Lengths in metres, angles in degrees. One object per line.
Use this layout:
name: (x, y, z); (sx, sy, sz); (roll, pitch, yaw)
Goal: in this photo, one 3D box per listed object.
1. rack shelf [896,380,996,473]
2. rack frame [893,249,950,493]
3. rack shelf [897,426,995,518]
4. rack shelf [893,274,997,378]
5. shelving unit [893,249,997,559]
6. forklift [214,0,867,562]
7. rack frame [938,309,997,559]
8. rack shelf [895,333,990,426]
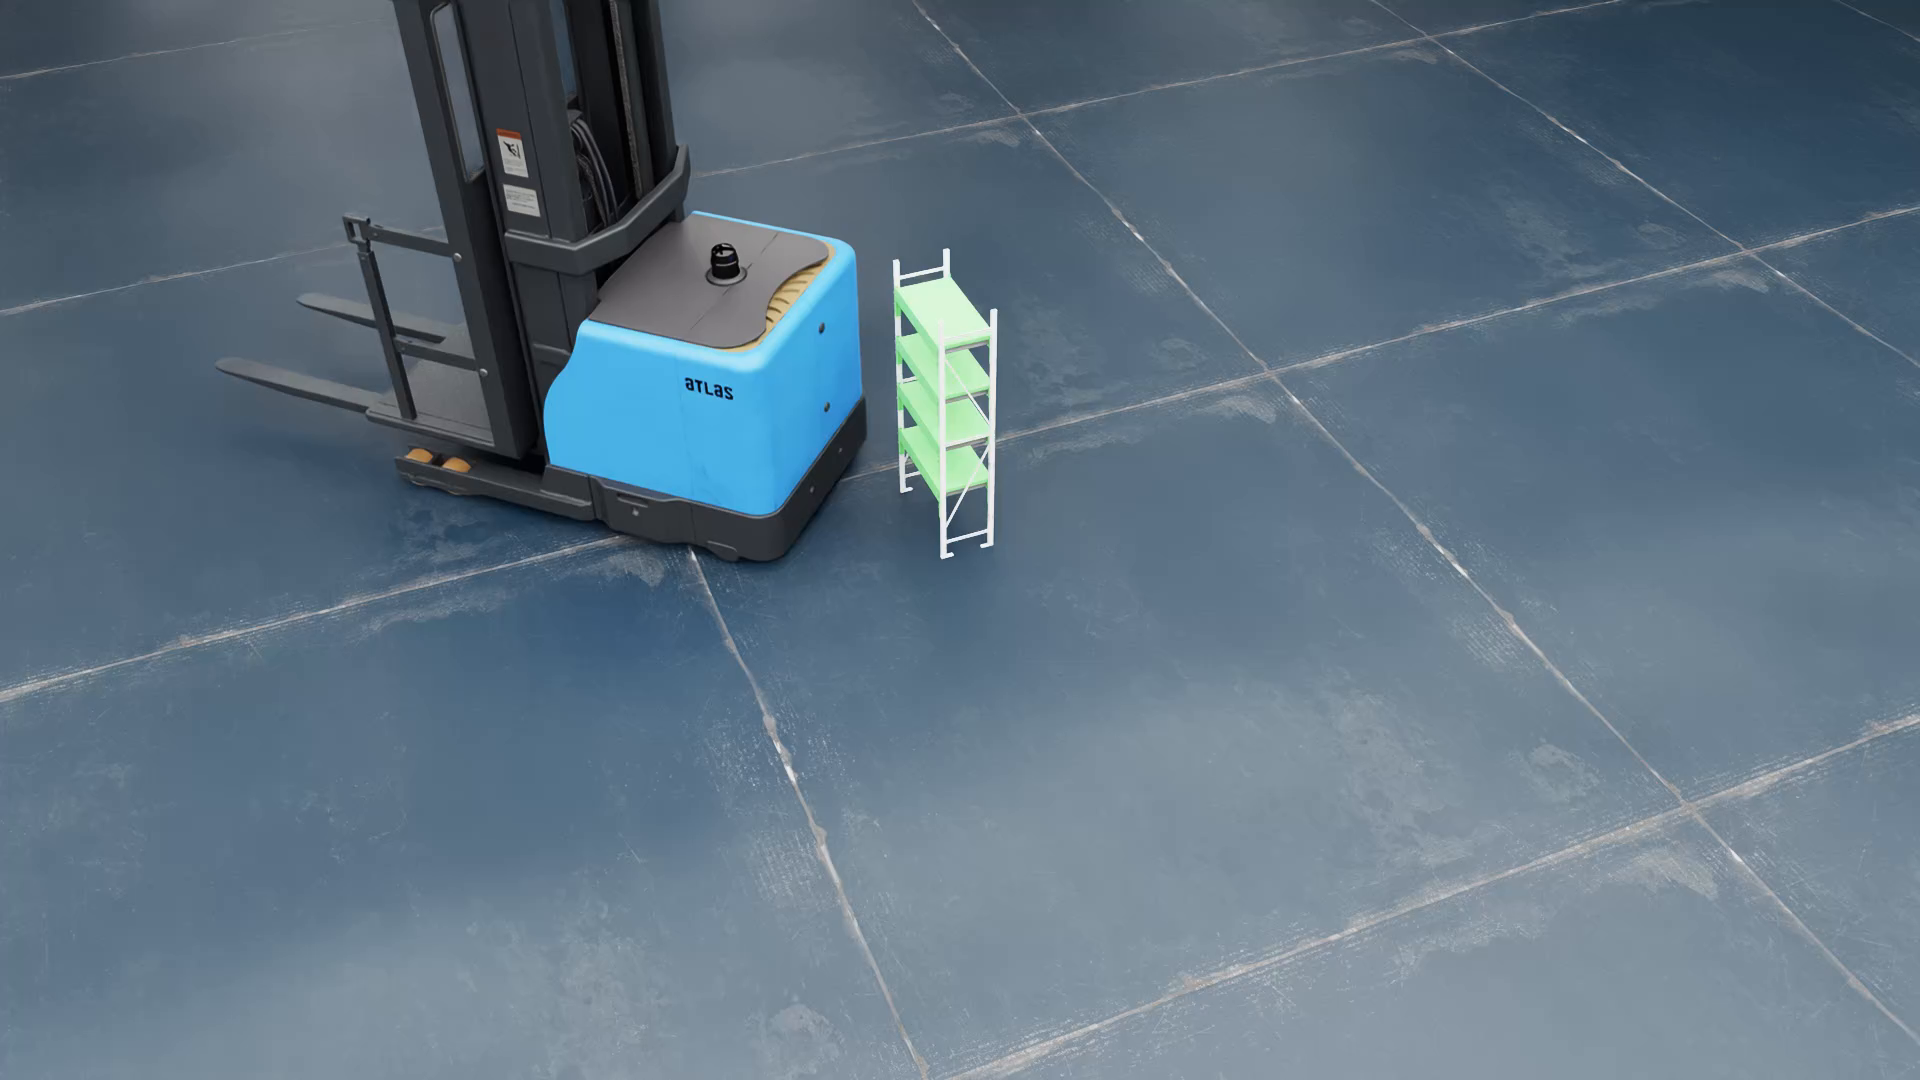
rack shelf: (-0.063, -0.506, 7.016); (0.258, 0.148, 0.480); (-15, 43, -17)
rack frame: (-0.157, -0.702, 7.146); (0.240, 1.200, 0.015); (-15, 43, -17)
rack shelf: (-0.063, -0.324, 7.173); (0.258, 0.148, 0.480); (-15, 43, -17)
rack shelf: (-0.063, -0.870, 6.703); (0.258, 0.148, 0.480); (-15, 43, -17)
shelving unit: (-0.063, -0.555, 6.975); (0.258, 1.200, 0.503); (-15, 43, -17)
forklift: (-2.001, -1.619, 6.885); (3.031, 2.935, 1.130); (14, 43, 16)
rack frame: (0.030, -0.408, 6.804); (0.240, 1.200, 0.015); (-15, 43, -17)
rack shelf: (-0.063, -0.688, 6.860); (0.258, 0.148, 0.480); (-15, 43, -17)
